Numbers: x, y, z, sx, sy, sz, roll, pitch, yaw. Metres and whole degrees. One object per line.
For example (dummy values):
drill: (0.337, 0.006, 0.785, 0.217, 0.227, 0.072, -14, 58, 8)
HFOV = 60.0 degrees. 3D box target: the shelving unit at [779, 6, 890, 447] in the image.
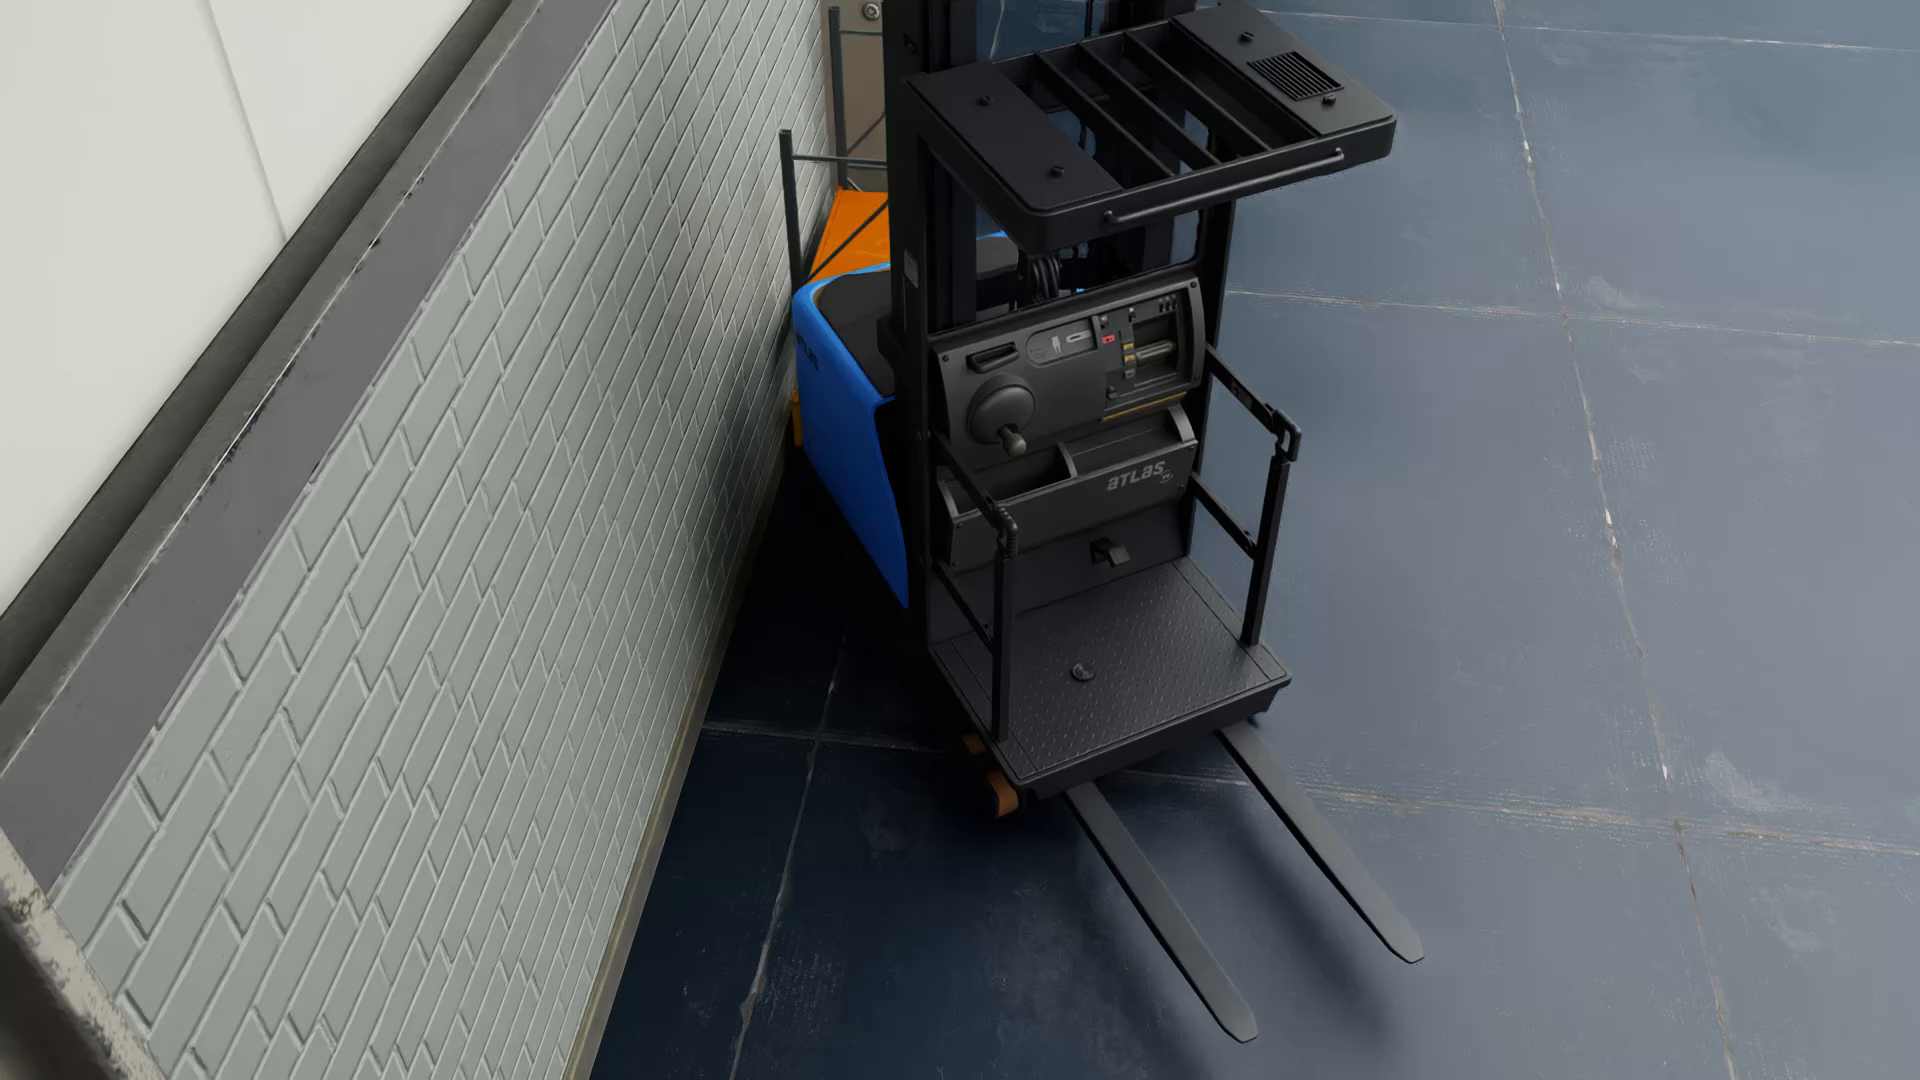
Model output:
shelving unit: (-0.360, -1.293, 7.024, 0.587, 1.500, 1.083, 5, 44, 5)

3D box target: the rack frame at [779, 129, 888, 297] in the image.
rack frame: (-0.422, -0.952, 6.664, 0.500, 1.500, 0.032, 5, 44, 5)

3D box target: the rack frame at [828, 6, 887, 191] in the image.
rack frame: (-0.297, -1.646, 7.397, 0.500, 1.500, 0.032, 5, 44, 5)

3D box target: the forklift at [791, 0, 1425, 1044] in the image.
forklift: (0.458, -0.463, 5.107, 1.130, 2.935, 3.031, -19, 47, -19)

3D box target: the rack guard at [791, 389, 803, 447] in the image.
rack guard: (-0.421, -0.499, 7.095, 0.587, 0.250, 0.087, 5, 44, 5)

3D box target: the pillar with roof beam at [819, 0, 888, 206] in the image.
pillar with roof beam: (3.841, -4.232, 4.674, 9.100, 9.000, 0.400, 5, 44, 6)

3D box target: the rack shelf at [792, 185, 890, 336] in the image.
rack shelf: (-0.359, -1.168, 7.154, 0.538, 0.185, 1.000, 5, 44, 5)
